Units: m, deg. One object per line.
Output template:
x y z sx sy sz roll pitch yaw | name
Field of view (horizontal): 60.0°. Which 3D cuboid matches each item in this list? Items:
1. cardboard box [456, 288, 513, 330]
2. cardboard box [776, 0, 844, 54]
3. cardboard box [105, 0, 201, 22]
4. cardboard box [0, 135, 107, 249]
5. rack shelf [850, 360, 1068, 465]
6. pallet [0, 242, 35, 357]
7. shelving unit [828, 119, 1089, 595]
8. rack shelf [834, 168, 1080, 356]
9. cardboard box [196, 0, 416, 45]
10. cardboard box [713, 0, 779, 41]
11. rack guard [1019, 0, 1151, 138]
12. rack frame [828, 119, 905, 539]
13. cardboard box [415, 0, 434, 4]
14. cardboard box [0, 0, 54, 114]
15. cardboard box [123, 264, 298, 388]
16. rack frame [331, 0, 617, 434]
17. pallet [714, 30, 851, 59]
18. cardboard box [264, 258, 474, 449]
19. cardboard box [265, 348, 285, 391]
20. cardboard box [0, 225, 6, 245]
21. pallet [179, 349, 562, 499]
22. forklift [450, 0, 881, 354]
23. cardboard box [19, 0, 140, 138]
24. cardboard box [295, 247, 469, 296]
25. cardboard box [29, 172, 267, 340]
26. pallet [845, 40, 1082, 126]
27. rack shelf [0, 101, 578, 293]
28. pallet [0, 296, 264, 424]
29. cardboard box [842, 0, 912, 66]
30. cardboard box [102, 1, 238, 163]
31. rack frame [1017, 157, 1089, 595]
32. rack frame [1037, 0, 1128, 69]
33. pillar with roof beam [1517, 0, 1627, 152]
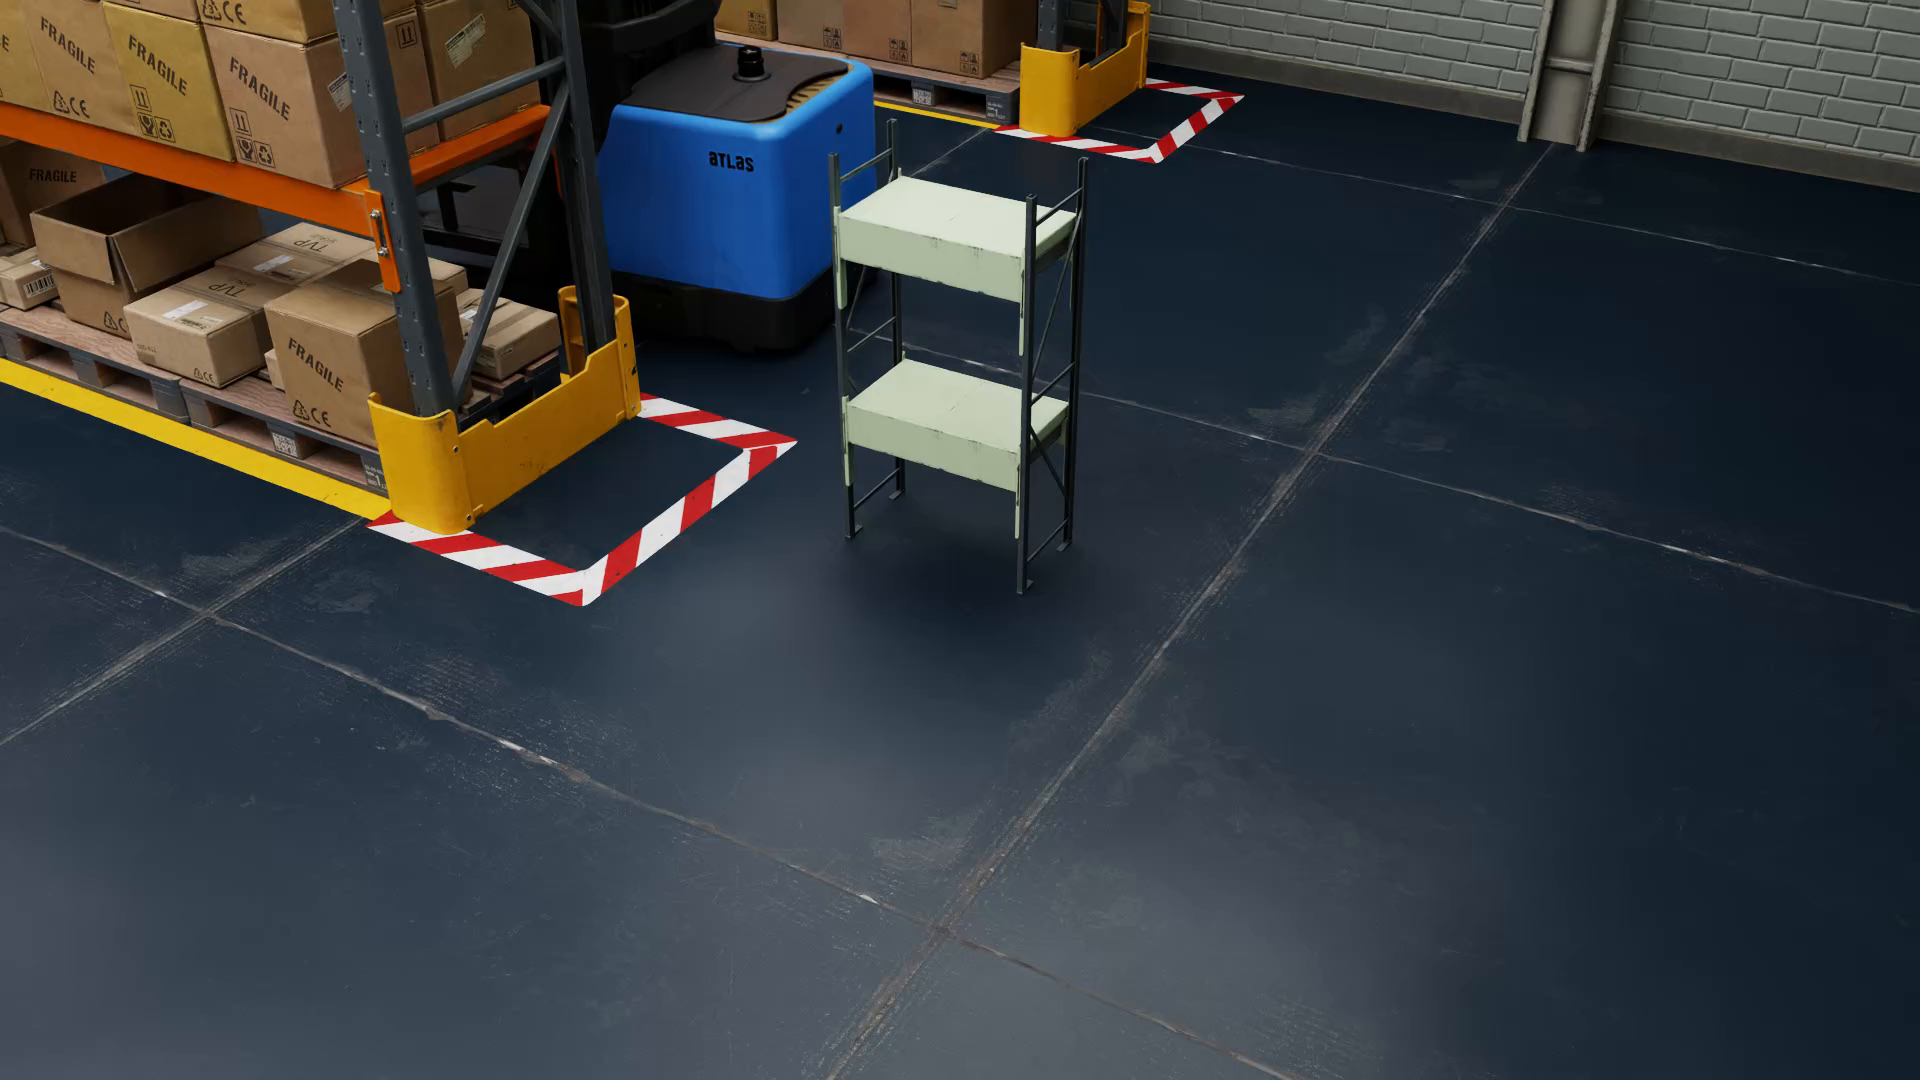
-2.115 -0.914 7.075 0.250 0.166 0.380 18 37 24 | cardboard box
-0.780 -3.500 10.676 0.500 0.500 0.700 16 37 23 | cardboard box
-2.667 -2.147 5.776 0.500 0.500 0.500 19 38 26 | cardboard box
-4.543 -1.783 8.080 0.500 0.500 0.500 18 37 24 | cardboard box
-0.006 -0.436 5.964 0.686 0.124 0.368 18 37 24 | rack shelf
-4.582 -1.311 8.028 1.213 0.211 1.003 18 37 24 | pallet
-0.006 -0.626 5.837 0.755 1.500 0.431 18 37 24 | shelving unit
-0.006 -0.951 5.621 0.720 0.370 0.431 18 37 24 | rack shelf
-2.228 -2.009 5.568 0.500 0.500 0.500 17 37 24 | cardboard box
-1.246 -3.643 10.891 0.500 0.500 0.700 18 38 25 | cardboard box
0.770 -2.899 10.152 0.348 0.500 1.175 18 37 24 | rack guard
-0.324 -0.727 5.988 0.023 1.500 0.400 18 37 24 | rack frame
-1.960 -2.267 5.956 0.500 0.500 0.500 19 38 26 | cardboard box
-3.549 -2.014 6.478 0.500 0.500 0.500 17 37 24 | cardboard box
-3.110 -0.906 6.988 0.500 0.250 0.500 18 37 24 | cardboard box
-1.705 -1.561 5.888 0.127 3.000 1.000 18 37 24 | rack frame
-1.039 -3.303 11.020 1.213 0.211 1.003 18 37 24 | pallet
-2.300 -0.734 6.505 0.500 0.500 0.500 18 37 24 | cardboard box
-2.607 -0.750 6.830 0.250 0.166 0.380 18 37 24 | cardboard box
-4.921 -1.505 7.833 0.500 0.311 0.500 18 37 24 | cardboard box
-2.464 -0.640 7.020 1.213 0.211 1.003 18 37 24 | pallet
-1.949 -2.576 7.474 3.031 2.935 1.130 13 36 19 | forklift
-3.112 -1.875 6.270 0.500 0.500 0.500 18 38 25 | cardboard box
-2.471 -1.023 7.164 0.500 0.250 0.500 18 37 24 | cardboard box
-3.545 -1.291 7.337 0.637 0.503 0.797 18 37 24 | cardboard box
0.016 -2.967 10.515 1.213 0.211 1.003 18 37 24 | pallet
-3.442 -1.811 6.913 4.000 0.370 1.077 18 37 24 | rack shelf
-3.519 -0.976 7.525 1.213 0.211 1.003 18 37 24 | pallet
-0.343 -3.362 10.469 0.500 0.500 0.700 17 37 24 | cardboard box
-2.681 -1.736 6.060 0.500 0.500 0.500 18 38 25 | cardboard box
0.312 -0.525 5.686 0.023 1.500 0.400 18 37 24 | rack frame
0.749 -3.946 9.469 0.127 3.000 1.000 18 37 24 | rack frame
1.387 -4.045 4.205 0.400 9.000 9.100 18 37 24 | pillar with roof beam
